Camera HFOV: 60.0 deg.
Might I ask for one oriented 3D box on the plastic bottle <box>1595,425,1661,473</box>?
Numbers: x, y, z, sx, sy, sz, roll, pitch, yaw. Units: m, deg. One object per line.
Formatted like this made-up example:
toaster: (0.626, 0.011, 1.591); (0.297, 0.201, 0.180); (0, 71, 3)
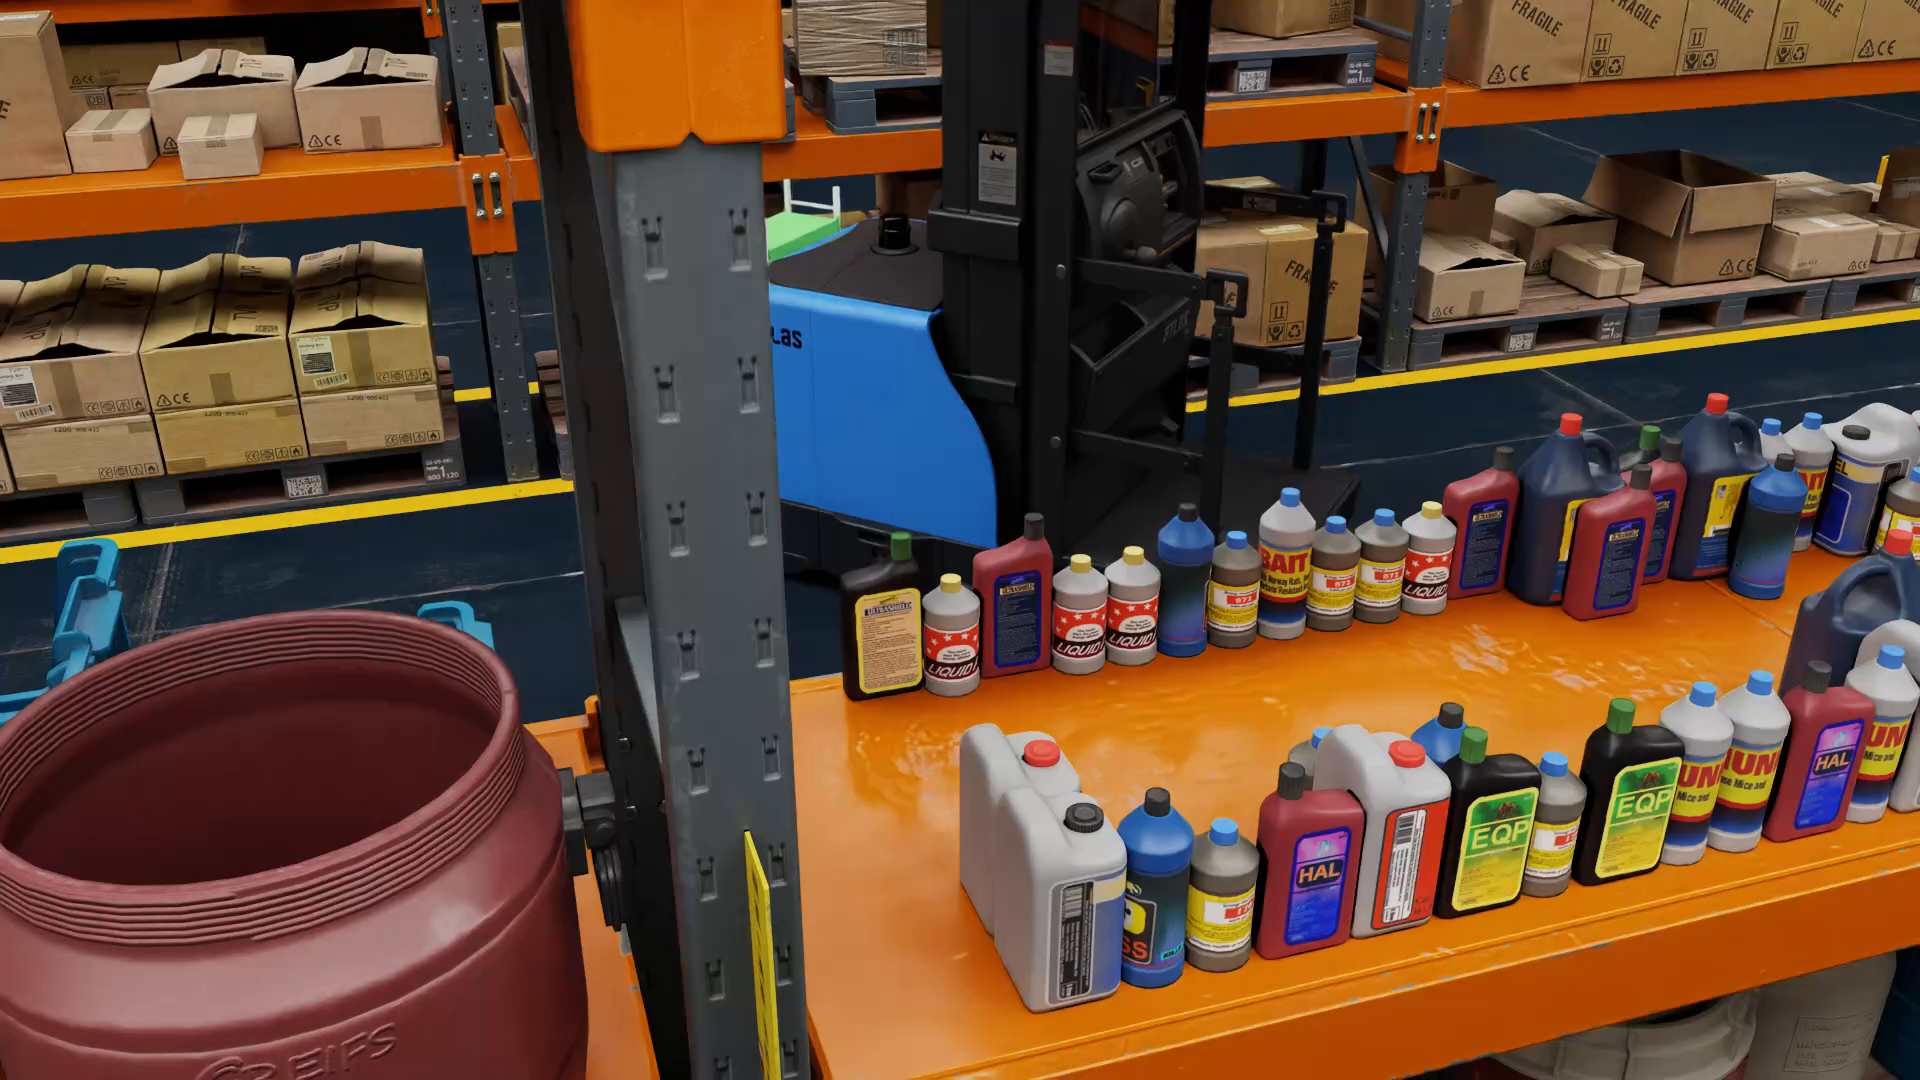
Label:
plastic bottle: (1.259, -0.076, 3.162); (0.133, 0.283, 0.061); (-8, 28, -16)

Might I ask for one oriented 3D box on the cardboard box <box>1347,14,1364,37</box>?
cardboard box: (3.045, -3.843, 12.956); (0.500, 0.500, 0.700); (-8, 28, -16)

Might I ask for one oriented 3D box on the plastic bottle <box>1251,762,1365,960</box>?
plastic bottle: (0.455, 0.412, 2.178); (0.133, 0.283, 0.061); (-8, 28, -16)

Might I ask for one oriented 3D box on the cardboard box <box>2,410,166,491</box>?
cardboard box: (-3.306, -0.427, 6.356); (0.500, 0.250, 0.500); (-8, 27, -15)

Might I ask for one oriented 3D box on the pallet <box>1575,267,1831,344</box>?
pallet: (3.705, -1.352, 8.736); (1.213, 0.211, 1.003); (-8, 28, -16)

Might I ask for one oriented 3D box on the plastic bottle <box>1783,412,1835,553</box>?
plastic bottle: (1.643, -0.118, 3.259); (0.097, 0.271, 0.097); (0, 26, 0)

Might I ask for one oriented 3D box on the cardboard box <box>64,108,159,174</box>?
cardboard box: (-3.109, -1.474, 6.129); (0.250, 0.149, 0.380); (-6, 27, -12)

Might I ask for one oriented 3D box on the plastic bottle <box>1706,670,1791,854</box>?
plastic bottle: (1.126, 0.312, 2.394); (0.097, 0.271, 0.097); (0, 26, 0)

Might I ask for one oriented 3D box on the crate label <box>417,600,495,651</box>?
crate label: (-0.900, 0.283, 2.495); (0.416, 0.233, 0.303); (-8, 28, -16)

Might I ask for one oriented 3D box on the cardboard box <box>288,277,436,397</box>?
cardboard box: (-2.335, -0.818, 6.513); (0.500, 0.311, 0.500); (-8, 27, -15)

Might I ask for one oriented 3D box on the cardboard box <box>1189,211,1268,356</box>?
cardboard box: (1.037, -1.161, 7.531); (0.500, 0.500, 0.500); (-8, 28, -16)

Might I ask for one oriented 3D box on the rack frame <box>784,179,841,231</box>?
rack frame: (-0.559, -0.806, 6.524); (0.240, 1.200, 0.015); (13, 29, 25)

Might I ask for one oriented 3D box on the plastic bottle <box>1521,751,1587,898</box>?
plastic bottle: (0.814, 0.388, 2.318); (0.097, 0.201, 0.097); (0, 26, 0)

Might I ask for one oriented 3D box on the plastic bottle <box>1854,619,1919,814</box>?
plastic bottle: (1.447, 0.250, 2.512); (0.135, 0.276, 0.152); (-8, 28, -16)

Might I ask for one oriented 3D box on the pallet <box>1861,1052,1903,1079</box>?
pallet: (1.512, 1.265, 3.464); (1.213, 0.211, 1.003); (-8, 28, -16)

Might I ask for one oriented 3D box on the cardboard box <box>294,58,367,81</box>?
cardboard box: (-4.119, -2.836, 10.907); (0.500, 0.500, 0.700); (-8, 27, -15)

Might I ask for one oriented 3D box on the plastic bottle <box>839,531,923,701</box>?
plastic bottle: (-0.131, 0.125, 2.757); (0.133, 0.283, 0.061); (-8, 28, -16)

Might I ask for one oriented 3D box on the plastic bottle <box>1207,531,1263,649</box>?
plastic bottle: (0.482, 0.081, 2.936); (0.097, 0.201, 0.097); (0, 26, 0)

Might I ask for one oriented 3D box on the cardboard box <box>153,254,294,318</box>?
cardboard box: (-2.999, -0.970, 6.820); (0.500, 0.311, 0.500); (-9, 28, -17)

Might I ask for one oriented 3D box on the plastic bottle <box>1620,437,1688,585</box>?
plastic bottle: (1.278, -0.051, 3.110); (0.133, 0.283, 0.061); (-8, 28, -16)

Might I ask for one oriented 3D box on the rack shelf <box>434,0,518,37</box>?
rack shelf: (-1.549, -3.833, 11.407); (4.000, 0.370, 1.077); (-8, 28, -16)

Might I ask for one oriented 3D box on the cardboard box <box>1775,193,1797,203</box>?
cardboard box: (4.138, -1.761, 9.021); (0.500, 0.250, 0.500); (-8, 28, -16)

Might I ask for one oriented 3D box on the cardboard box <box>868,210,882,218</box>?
cardboard box: (-0.108, -1.238, 7.686); (0.500, 0.500, 0.500); (-9, 28, -18)

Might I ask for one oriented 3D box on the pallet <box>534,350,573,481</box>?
pallet: (-1.192, -0.624, 7.270); (1.213, 0.211, 1.003); (-8, 28, -16)

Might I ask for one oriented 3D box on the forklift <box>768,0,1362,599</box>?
forklift: (0.757, -1.107, 5.184); (3.031, 2.935, 1.130); (13, 29, 25)

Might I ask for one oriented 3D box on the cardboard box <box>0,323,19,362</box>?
cardboard box: (-3.785, -0.607, 6.089); (0.500, 0.311, 0.500); (-7, 27, -15)

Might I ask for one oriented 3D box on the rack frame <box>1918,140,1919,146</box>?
rack frame: (5.693, -2.888, 8.694); (0.127, 3.000, 1.000); (-8, 28, -16)

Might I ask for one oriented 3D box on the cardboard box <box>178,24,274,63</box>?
cardboard box: (-4.681, -3.120, 10.635); (0.500, 0.250, 0.500); (-8, 27, -15)

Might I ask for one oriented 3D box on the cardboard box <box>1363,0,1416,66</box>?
cardboard box: (2.286, -2.559, 7.919); (0.500, 0.500, 0.500); (-8, 27, -15)

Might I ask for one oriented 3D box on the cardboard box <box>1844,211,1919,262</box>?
cardboard box: (4.840, -1.619, 8.830); (0.250, 0.166, 0.380); (-8, 28, -16)

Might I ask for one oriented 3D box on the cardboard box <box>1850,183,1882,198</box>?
cardboard box: (5.189, -1.896, 9.406); (0.250, 0.149, 0.380); (-8, 28, -16)

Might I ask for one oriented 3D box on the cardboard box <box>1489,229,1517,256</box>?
cardboard box: (2.682, -1.533, 8.675); (0.250, 0.149, 0.380); (-8, 28, -16)

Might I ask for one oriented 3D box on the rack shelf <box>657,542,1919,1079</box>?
rack shelf: (1.519, 0.355, 2.970); (4.000, 0.370, 1.077); (-8, 28, -16)

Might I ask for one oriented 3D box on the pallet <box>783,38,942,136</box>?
pallet: (-0.066, -1.970, 7.061); (1.213, 0.211, 1.003); (-8, 28, -16)

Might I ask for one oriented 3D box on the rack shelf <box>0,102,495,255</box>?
rack shelf: (-3.815, -1.189, 6.080); (4.000, 0.370, 1.077); (-8, 28, -16)

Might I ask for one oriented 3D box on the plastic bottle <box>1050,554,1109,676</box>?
plastic bottle: (0.204, 0.122, 2.855); (0.097, 0.201, 0.097); (0, 26, 0)

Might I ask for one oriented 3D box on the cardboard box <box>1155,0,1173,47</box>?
cardboard box: (0.736, -2.478, 7.283); (0.500, 0.500, 0.700); (-4, 27, -8)

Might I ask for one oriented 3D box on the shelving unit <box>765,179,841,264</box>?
shelving unit: (-0.673, -0.710, 6.331); (0.258, 1.200, 0.503); (13, 29, 25)

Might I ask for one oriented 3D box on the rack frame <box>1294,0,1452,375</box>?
rack frame: (1.890, -2.337, 7.584); (0.127, 3.000, 1.000); (-8, 28, -16)

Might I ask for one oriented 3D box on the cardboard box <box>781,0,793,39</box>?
cardboard box: (-1.070, -3.388, 11.647); (0.750, 0.750, 0.750); (-7, 27, -15)

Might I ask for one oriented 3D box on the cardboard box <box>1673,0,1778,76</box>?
cardboard box: (3.421, -2.477, 7.753); (0.500, 0.500, 0.500); (-8, 28, -16)

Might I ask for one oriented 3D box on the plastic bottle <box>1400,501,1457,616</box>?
plastic bottle: (0.852, 0.028, 3.044); (0.097, 0.201, 0.097); (0, 26, 0)

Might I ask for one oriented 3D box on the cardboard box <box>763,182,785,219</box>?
cardboard box: (-1.045, -1.437, 7.245); (0.500, 0.250, 0.500); (-7, 27, -14)

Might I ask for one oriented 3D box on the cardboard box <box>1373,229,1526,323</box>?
cardboard box: (2.356, -1.296, 8.017); (0.500, 0.311, 0.500); (-8, 28, -16)

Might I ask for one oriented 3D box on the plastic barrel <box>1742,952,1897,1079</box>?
plastic barrel: (1.660, 0.889, 3.411); (0.421, 0.512, 0.421); (0, 26, 0)

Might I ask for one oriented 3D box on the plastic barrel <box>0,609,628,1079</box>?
plastic barrel: (-0.730, 0.440, 1.838); (0.708, 0.536, 0.600); (-8, 28, -16)

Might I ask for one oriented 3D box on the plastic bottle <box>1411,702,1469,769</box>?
plastic bottle: (0.668, 0.349, 2.317); (0.097, 0.271, 0.097); (0, 26, 0)

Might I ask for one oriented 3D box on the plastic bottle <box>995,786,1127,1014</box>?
plastic bottle: (0.128, 0.441, 2.127); (0.135, 0.276, 0.152); (-8, 28, -16)
